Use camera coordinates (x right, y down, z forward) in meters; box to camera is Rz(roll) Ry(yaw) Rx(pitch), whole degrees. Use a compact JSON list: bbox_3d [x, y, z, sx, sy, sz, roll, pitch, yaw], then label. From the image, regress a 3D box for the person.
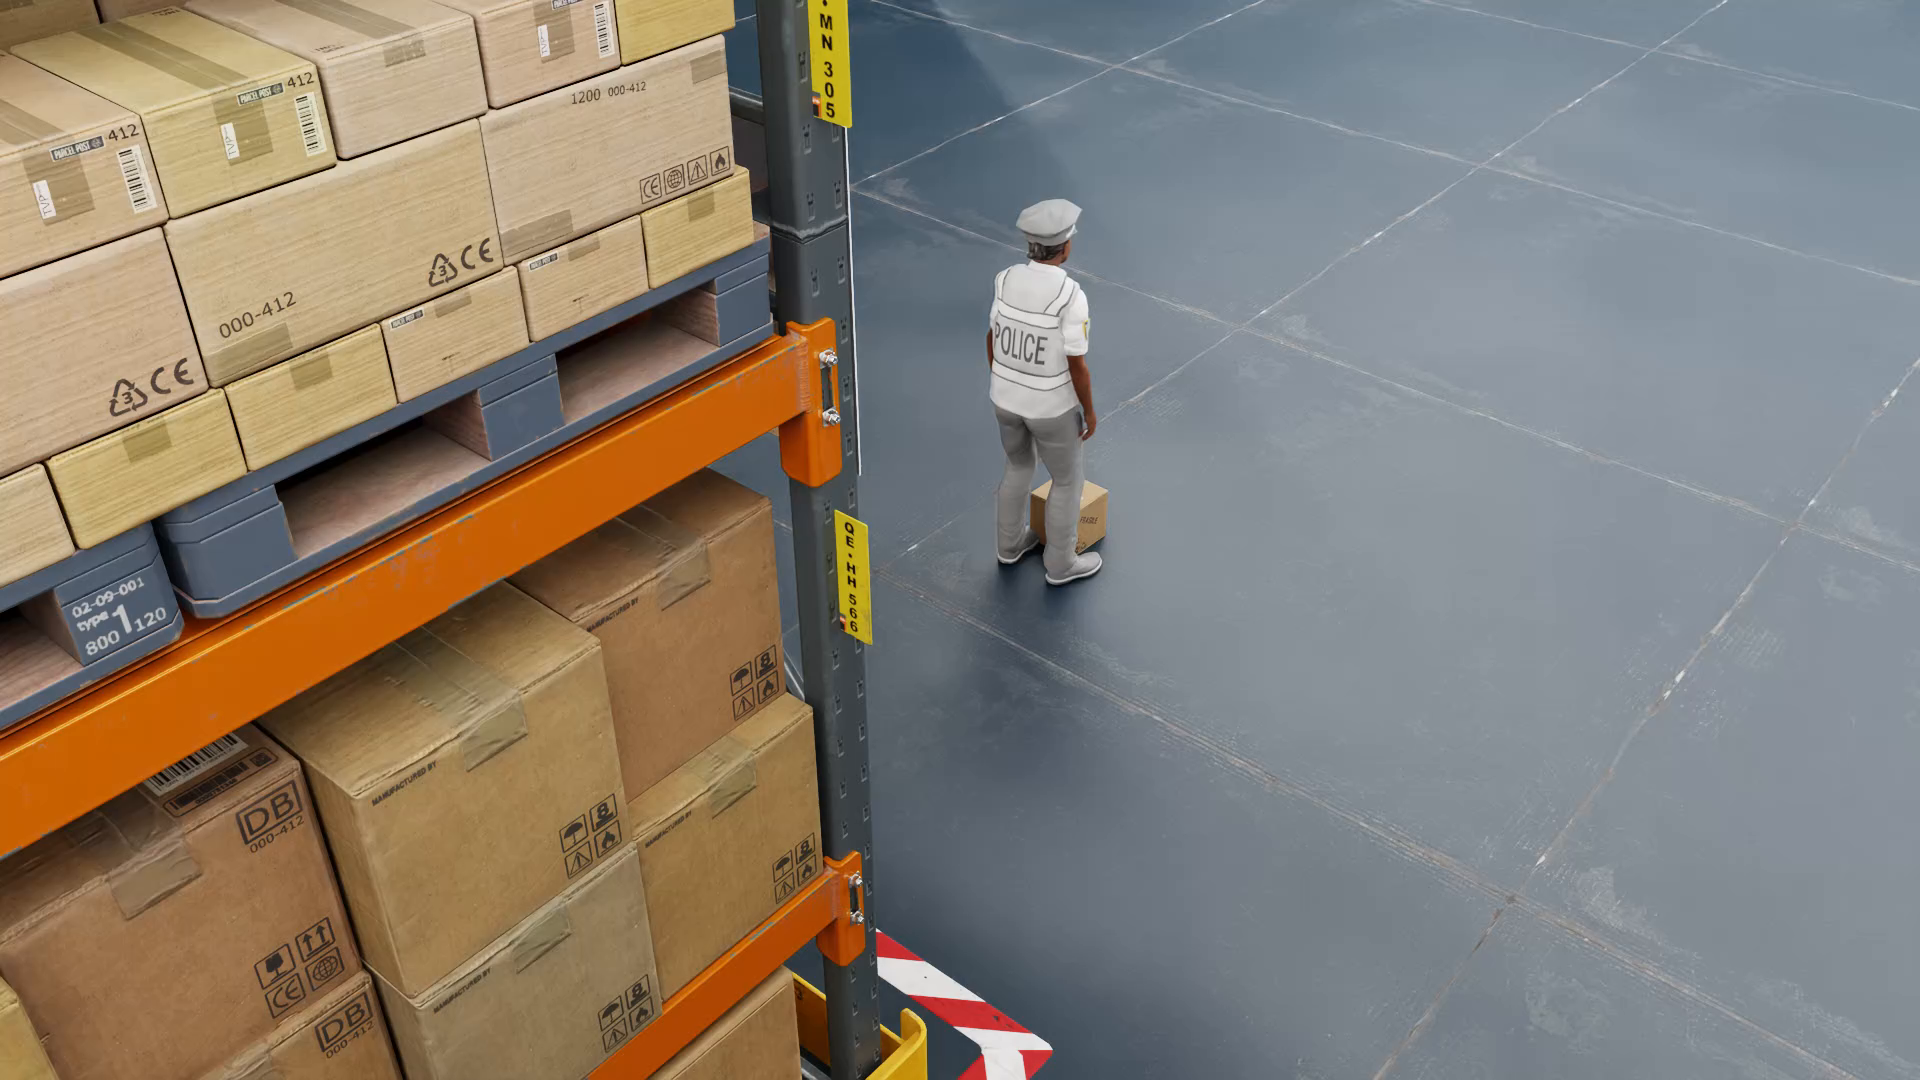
[{"bbox_3d":[0.354,-0.582,6.972,0.507,1.658,0.394,26,43,32],"label":"person"}]
